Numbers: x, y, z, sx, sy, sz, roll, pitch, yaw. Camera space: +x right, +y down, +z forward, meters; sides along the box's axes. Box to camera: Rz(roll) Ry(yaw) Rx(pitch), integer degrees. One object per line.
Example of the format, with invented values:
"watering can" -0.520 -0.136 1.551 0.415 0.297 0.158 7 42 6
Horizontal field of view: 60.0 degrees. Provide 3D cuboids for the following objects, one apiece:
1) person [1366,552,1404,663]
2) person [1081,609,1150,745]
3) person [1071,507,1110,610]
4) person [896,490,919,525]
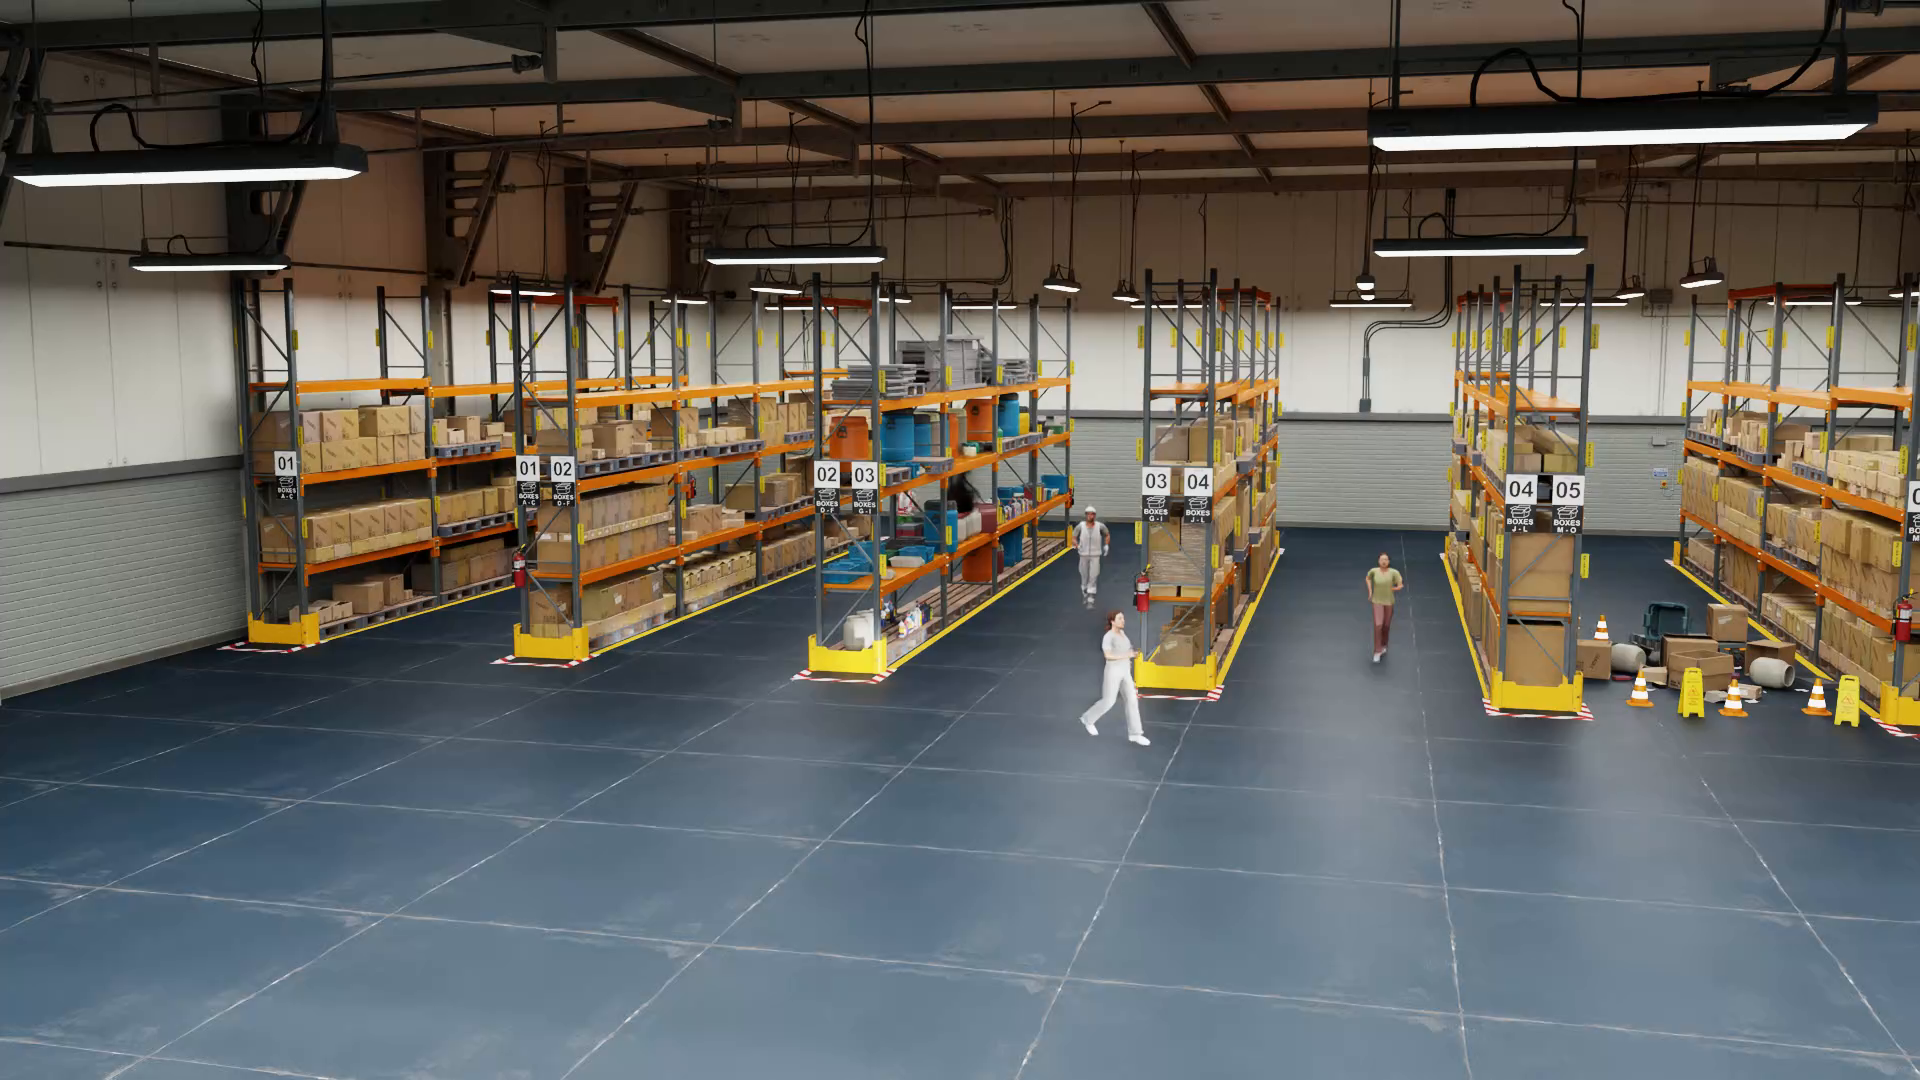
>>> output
"person" 6.682 1.032 26.183 0.561 1.709 0.775 1 7 10
"person" 1.946 1.678 20.681 0.970 1.652 0.565 6 9 40
"person" 2.308 0.304 29.421 0.686 1.809 0.786 1 7 7
"person" -1.307 -0.557 39.146 0.660 1.742 0.582 1 7 6
